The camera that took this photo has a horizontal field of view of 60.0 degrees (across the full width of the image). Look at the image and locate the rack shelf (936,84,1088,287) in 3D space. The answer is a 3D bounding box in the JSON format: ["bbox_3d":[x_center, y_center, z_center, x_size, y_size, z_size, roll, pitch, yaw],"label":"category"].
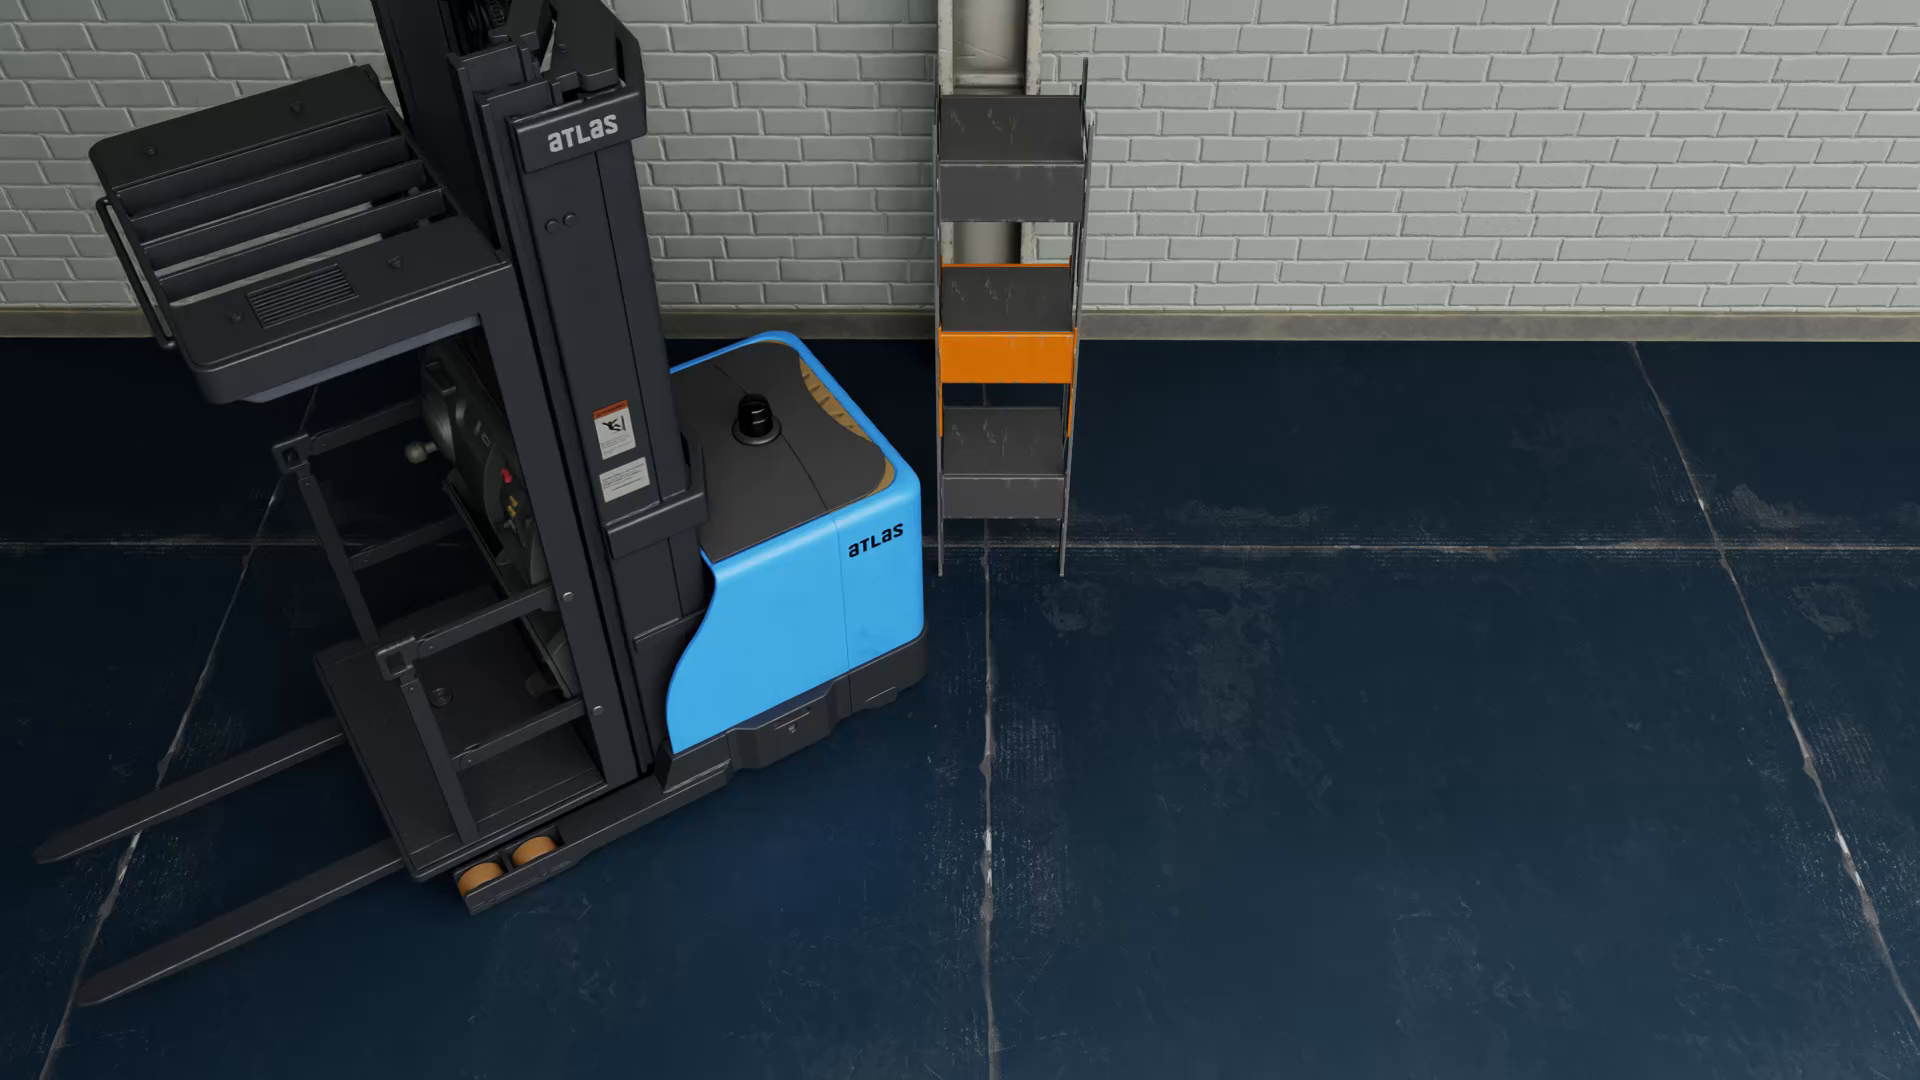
[{"bbox_3d":[0.166,-1.183,5.559,0.480,0.518,0.431,0,47,0],"label":"rack shelf"}]

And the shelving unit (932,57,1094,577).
[{"bbox_3d":[0.166,-0.715,6.062,0.503,2.100,0.431,0,47,0],"label":"shelving unit"}]

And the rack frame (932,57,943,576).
[{"bbox_3d":[-0.078,-0.716,6.062,0.015,2.100,0.400,0,47,0],"label":"rack frame"}]

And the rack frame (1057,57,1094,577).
[{"bbox_3d":[0.410,-0.714,6.061,0.015,2.100,0.400,0,47,0],"label":"rack frame"}]

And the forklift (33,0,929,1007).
[{"bbox_3d":[-1.639,-0.189,5.005,3.031,2.935,1.130,-25,52,-21],"label":"forklift"}]

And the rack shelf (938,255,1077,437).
[{"bbox_3d":[0.166,-0.706,6.072,0.480,0.518,0.431,0,47,0],"label":"rack shelf"}]

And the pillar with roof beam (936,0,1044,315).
[{"bbox_3d":[0.096,-0.757,1.388,0.400,9.000,9.100,0,47,0],"label":"pillar with roof beam"}]

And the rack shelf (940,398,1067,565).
[{"bbox_3d":[0.166,-0.229,6.584,0.480,0.518,0.431,0,47,0],"label":"rack shelf"}]
